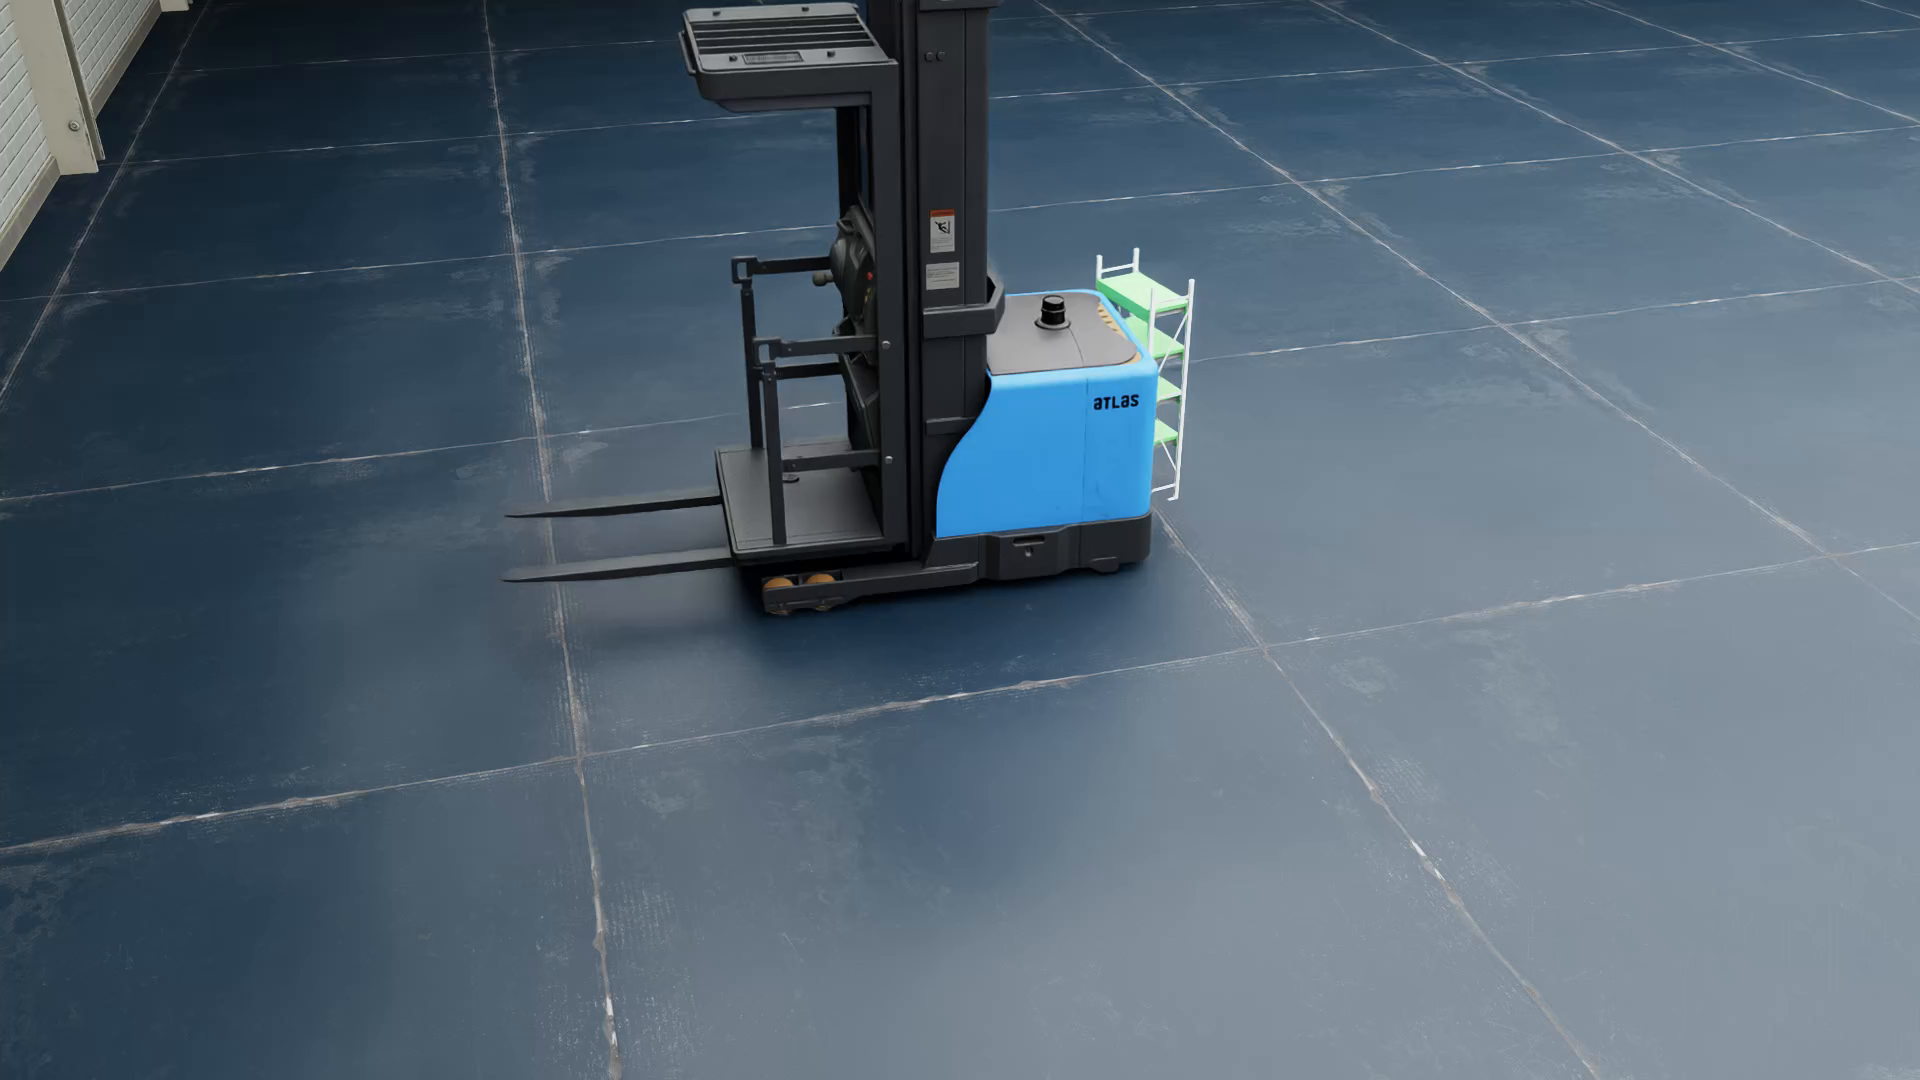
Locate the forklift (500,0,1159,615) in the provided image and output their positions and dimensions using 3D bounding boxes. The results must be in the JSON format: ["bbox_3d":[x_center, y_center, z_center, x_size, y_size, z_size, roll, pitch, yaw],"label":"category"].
[{"bbox_3d":[-0.656,-1.213,7.420,3.031,2.935,1.130,-6,31,-10],"label":"forklift"}]

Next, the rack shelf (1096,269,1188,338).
[{"bbox_3d":[0.908,-1.178,8.256,0.258,0.148,0.480,-15,33,-24],"label":"rack shelf"}]

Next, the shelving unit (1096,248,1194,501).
[{"bbox_3d":[0.907,-0.817,8.465,0.258,1.200,0.503,-15,33,-24],"label":"shelving unit"}]

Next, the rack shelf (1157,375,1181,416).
[{"bbox_3d":[0.907,-0.762,8.497,0.258,0.148,0.480,-15,33,-24],"label":"rack shelf"}]

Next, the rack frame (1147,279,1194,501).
[{"bbox_3d":[1.021,-0.709,8.278,0.240,1.200,0.015,-15,33,-24],"label":"rack frame"}]

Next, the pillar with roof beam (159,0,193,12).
[{"bbox_3d":[-4.570,-10.393,17.223,9.100,9.000,0.400,-8,31,-13],"label":"pillar with roof beam"}]

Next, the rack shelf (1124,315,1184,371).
[{"bbox_3d":[0.907,-0.970,8.376,0.258,0.148,0.480,-15,33,-24],"label":"rack shelf"}]

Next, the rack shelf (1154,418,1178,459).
[{"bbox_3d":[0.907,-0.554,8.617,0.258,0.148,0.480,-15,33,-24],"label":"rack shelf"}]

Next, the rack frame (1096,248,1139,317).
[{"bbox_3d":[0.794,-0.926,8.651,0.240,1.200,0.015,-15,33,-24],"label":"rack frame"}]

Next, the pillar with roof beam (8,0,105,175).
[{"bbox_3d":[-2.978,-7.495,12.217,9.100,9.000,0.400,-8,31,-13],"label":"pillar with roof beam"}]
